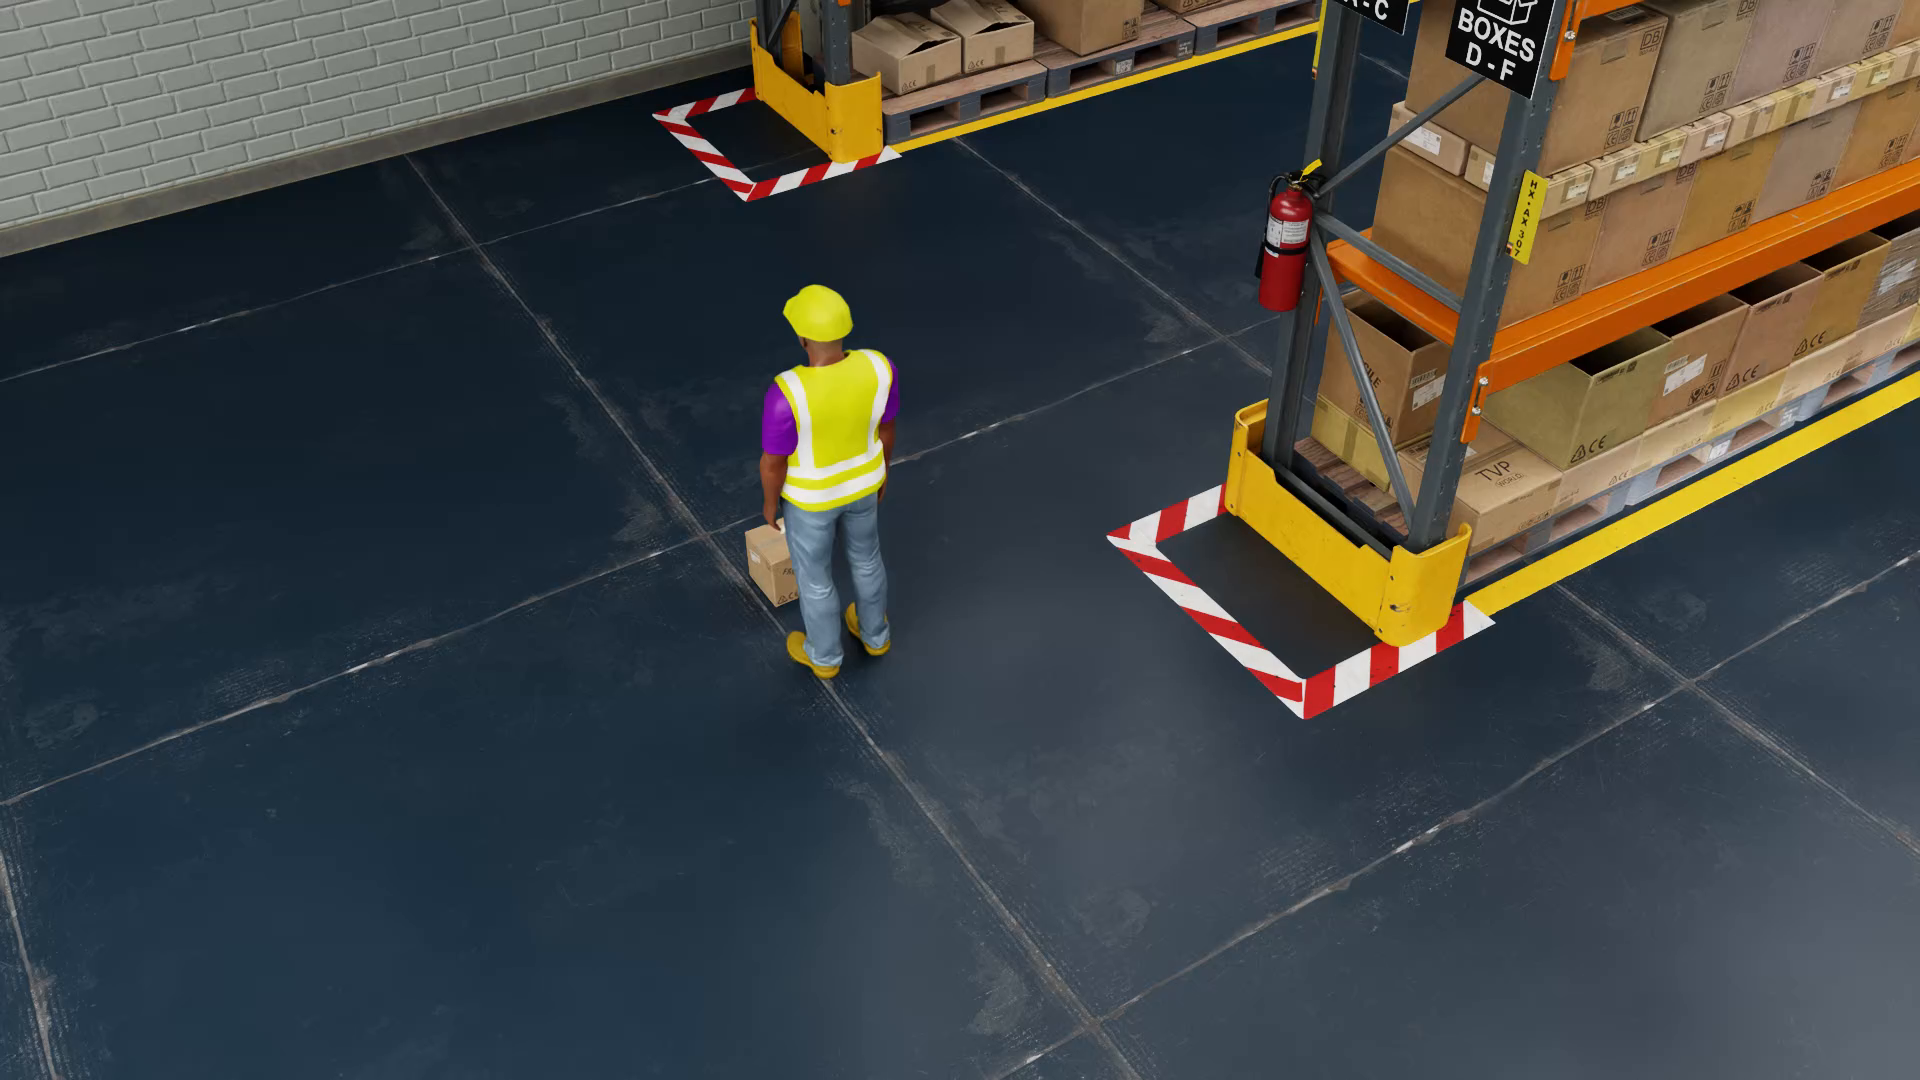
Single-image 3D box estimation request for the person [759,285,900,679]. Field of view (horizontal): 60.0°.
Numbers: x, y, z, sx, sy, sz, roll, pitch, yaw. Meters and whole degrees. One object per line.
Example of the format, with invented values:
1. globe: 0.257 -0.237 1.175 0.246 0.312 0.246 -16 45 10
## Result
1. person: -0.503 -0.212 6.392 0.564 1.767 0.357 -21 45 -23
